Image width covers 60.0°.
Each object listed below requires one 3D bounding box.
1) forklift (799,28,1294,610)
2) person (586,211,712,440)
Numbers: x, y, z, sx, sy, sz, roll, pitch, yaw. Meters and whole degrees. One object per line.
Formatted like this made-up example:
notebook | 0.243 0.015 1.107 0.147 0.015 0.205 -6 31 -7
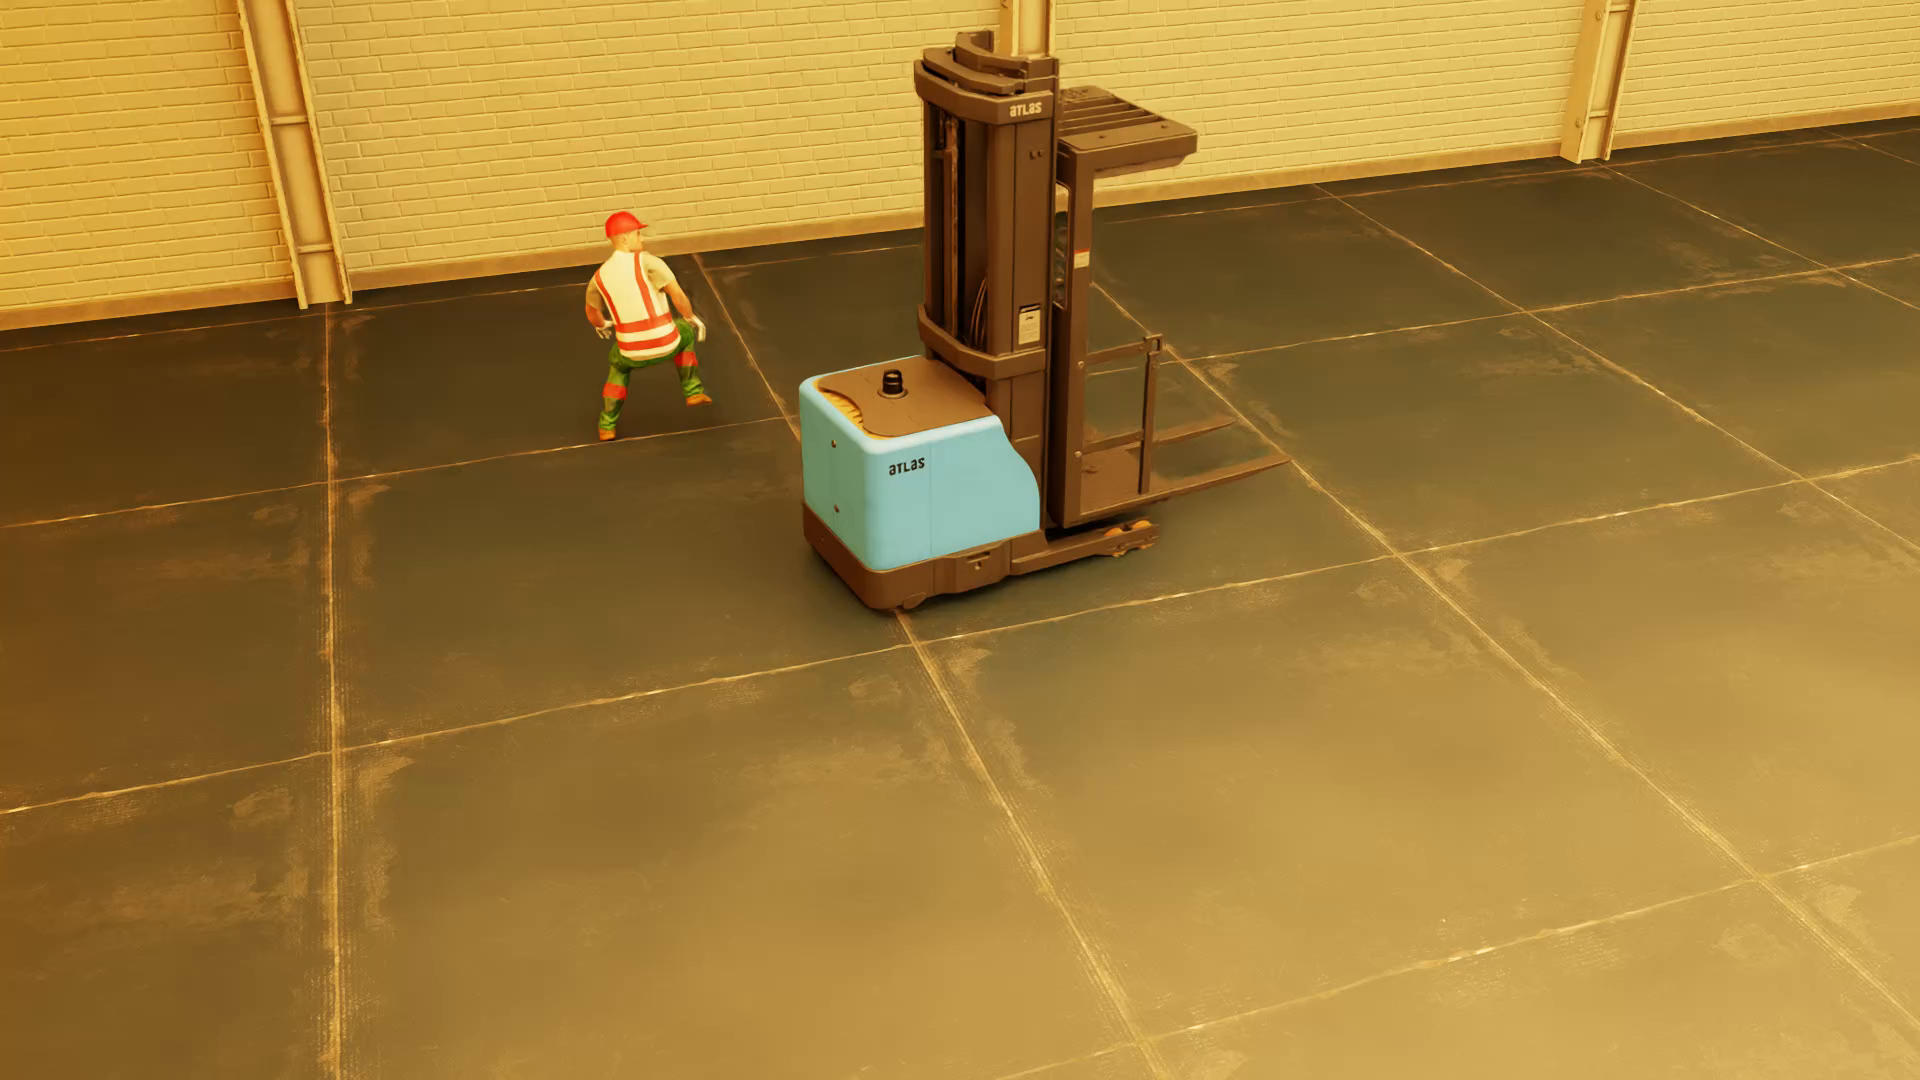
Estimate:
forklift | 0.616 -1.390 9.502 3.031 2.935 1.130 -15 33 -24
person | -2.068 -1.404 10.993 0.811 1.535 0.679 0 30 0
